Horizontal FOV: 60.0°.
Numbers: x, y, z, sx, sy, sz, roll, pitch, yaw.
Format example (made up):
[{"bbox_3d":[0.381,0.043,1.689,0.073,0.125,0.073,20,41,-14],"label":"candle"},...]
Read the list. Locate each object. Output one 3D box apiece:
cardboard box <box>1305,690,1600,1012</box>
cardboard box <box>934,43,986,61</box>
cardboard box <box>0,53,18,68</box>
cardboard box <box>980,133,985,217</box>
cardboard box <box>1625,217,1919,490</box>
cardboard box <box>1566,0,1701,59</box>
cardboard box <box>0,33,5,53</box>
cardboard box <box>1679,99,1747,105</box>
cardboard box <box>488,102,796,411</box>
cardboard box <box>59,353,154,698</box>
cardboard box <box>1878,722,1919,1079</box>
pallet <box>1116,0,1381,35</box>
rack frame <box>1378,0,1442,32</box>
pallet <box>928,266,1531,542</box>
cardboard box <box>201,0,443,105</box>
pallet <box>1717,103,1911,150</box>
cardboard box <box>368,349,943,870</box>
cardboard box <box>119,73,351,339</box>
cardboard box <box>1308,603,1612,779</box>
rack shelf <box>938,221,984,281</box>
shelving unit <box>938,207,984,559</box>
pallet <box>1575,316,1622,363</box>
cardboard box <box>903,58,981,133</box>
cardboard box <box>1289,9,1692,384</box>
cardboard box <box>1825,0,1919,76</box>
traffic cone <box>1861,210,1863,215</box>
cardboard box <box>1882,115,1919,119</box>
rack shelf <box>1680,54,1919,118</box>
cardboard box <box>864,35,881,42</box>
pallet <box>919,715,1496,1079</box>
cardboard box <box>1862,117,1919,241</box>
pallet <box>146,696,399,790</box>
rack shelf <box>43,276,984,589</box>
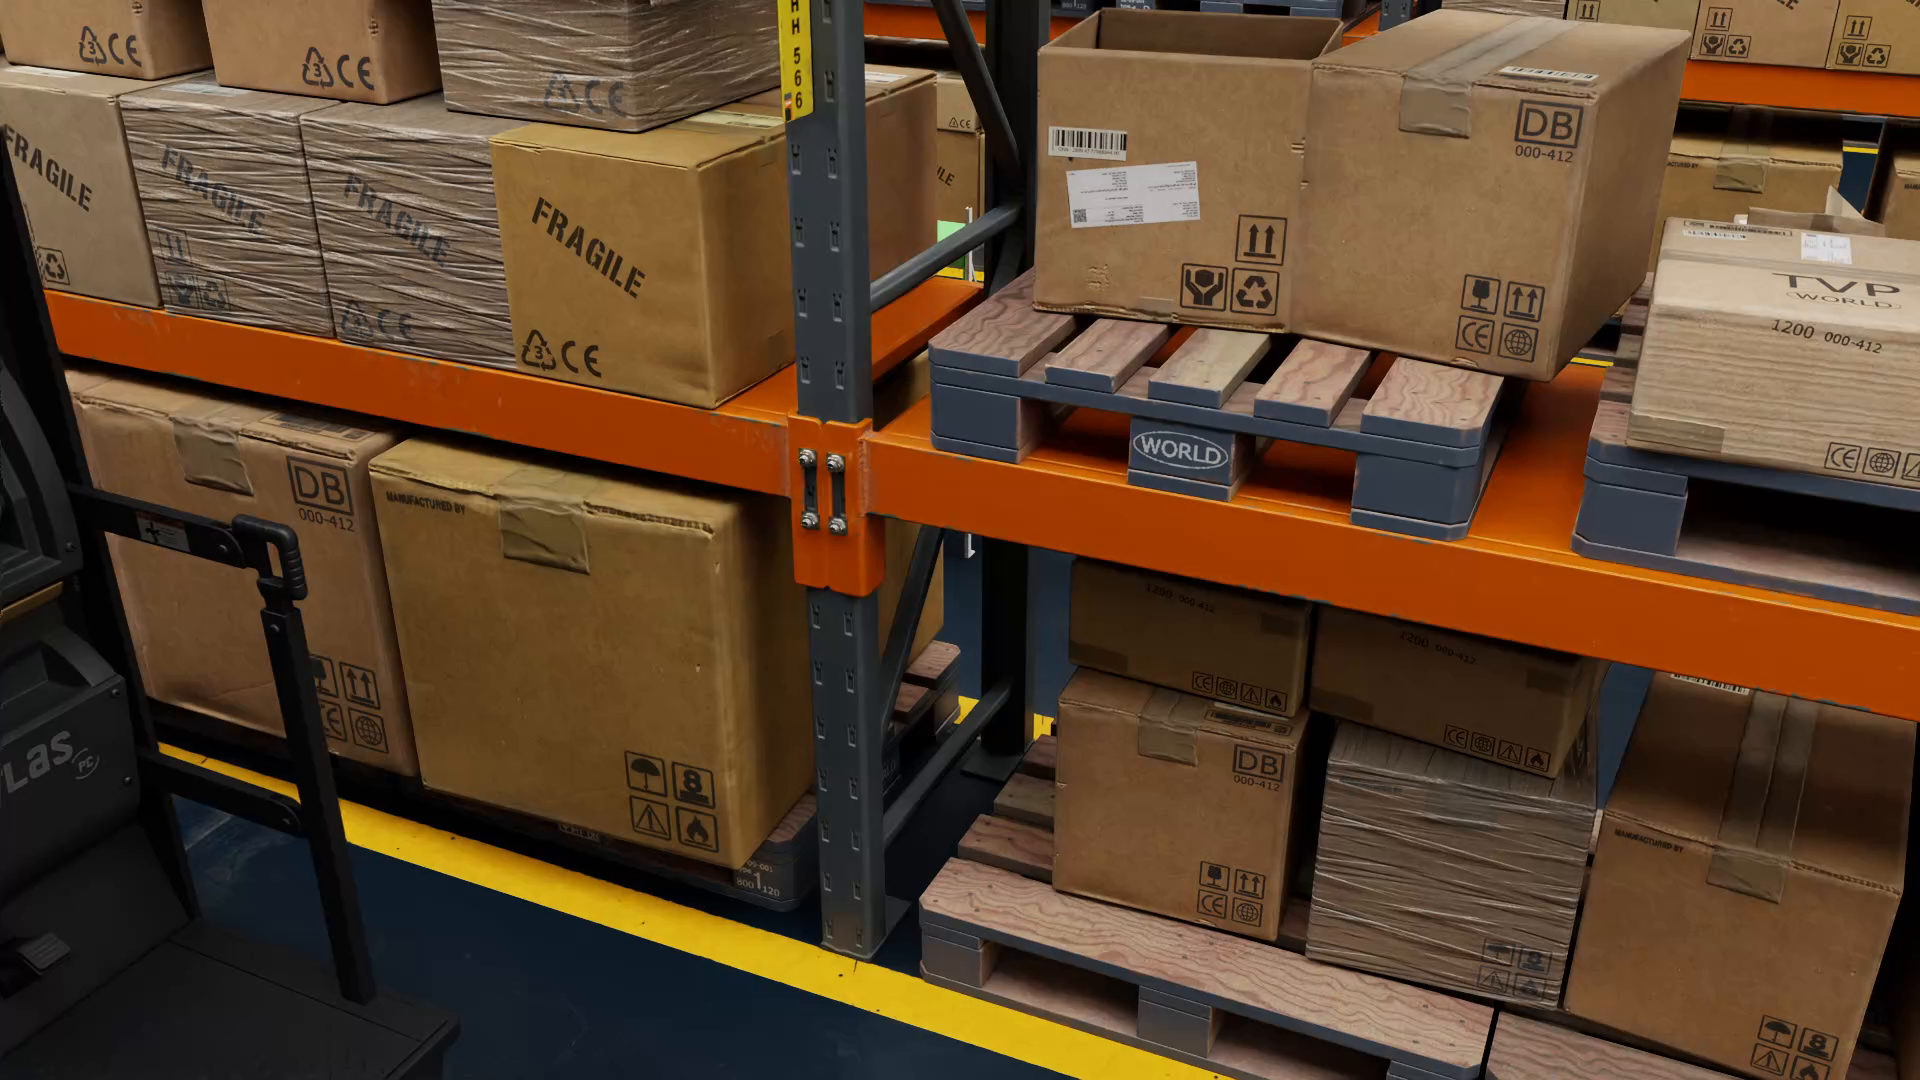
[{"bbox_3d":[1.072,0.543,3.583,0.500,0.500,0.700,9,28,18],"label":"cardboard box"},{"bbox_3d":[0.179,-2.478,8.892,0.500,0.250,0.500,10,28,20],"label":"cardboard box"},{"bbox_3d":[-2.469,-1.000,4.273,0.500,0.500,0.500,11,28,21],"label":"cardboard box"},{"bbox_3d":[0.422,-1.837,8.439,0.500,0.500,0.500,10,28,20],"label":"cardboard box"},{"bbox_3d":[1.374,-0.314,2.687,0.500,0.250,0.500,11,28,20],"label":"cardboard box"},{"bbox_3d":[2.850,-2.330,6.974,0.500,0.500,0.500,11,28,21],"label":"cardboard box"},{"bbox_3d":[-2.493,-1.575,4.303,0.637,0.503,0.797,12,29,22],"label":"cardboard box"},{"bbox_3d":[5.231,-3.347,11.652,0.625,0.372,0.950,11,28,21],"label":"cardboard box"},{"bbox_3d":[-0.608,-0.627,3.515,0.500,0.500,0.500,12,29,23],"label":"cardboard box"},{"bbox_3d":[-2.293,-0.287,4.866,0.875,0.875,1.225,10,28,20],"label":"cardboard box"},{"bbox_3d":[2.099,0.746,3.171,0.500,0.500,0.700,9,28,17],"label":"cardboard box"},{"bbox_3d":[1.396,-2.569,7.790,1.003,0.211,1.213,11,28,22],"label":"pallet"},{"bbox_3d":[2.089,-2.568,7.570,0.127,3.000,1.000,11,28,22],"label":"rack frame"},{"bbox_3d":[0.636,-0.418,3.421,1.003,0.211,1.213,11,28,22],"label":"pallet"},{"bbox_3d":[-1.307,-1.347,3.842,0.637,0.503,0.797,12,29,23],"label":"cardboard box"},{"bbox_3d":[5.863,-2.959,11.520,1.213,0.211,1.003,11,28,22],"label":"pallet"},{"bbox_3d":[-0.676,0.038,4.206,0.875,0.875,1.225,10,28,19],"label":"cardboard box"},{"bbox_3d":[-1.534,-0.815,3.895,0.500,0.500,0.500,10,28,20],"label":"cardboard box"},{"bbox_3d":[1.053,0.199,3.433,0.500,0.250,0.500,15,30,28],"label":"cardboard box"},{"bbox_3d":[-0.151,-0.942,5.363,0.480,0.148,0.258,11,28,22],"label":"rack shelf"},{"bbox_3d":[-0.151,-0.569,5.546,0.503,1.200,0.258,11,28,22],"label":"shelving unit"},{"bbox_3d":[2.775,-1.142,7.831,1.213,0.211,1.003,11,28,22],"label":"pallet"},{"bbox_3d":[-0.041,-2.270,8.470,0.500,0.250,0.500,13,29,24],"label":"cardboard box"},{"bbox_3d":[1.001,-0.681,3.148,0.500,0.500,0.700,16,30,29],"label":"cardboard box"},{"bbox_3d":[3.761,-2.146,6.599,0.500,0.500,0.500,11,28,21],"label":"cardboard box"},{"bbox_3d":[5.301,-2.022,9.333,0.334,0.463,0.336,11,28,22],"label":"traffic cone"},{"bbox_3d":[6.553,-3.080,11.109,0.625,0.372,0.950,13,29,25],"label":"cardboard box"},{"bbox_3d":[3.909,-1.879,6.986,4.000,0.370,1.077,11,28,22],"label":"rack shelf"},{"bbox_3d":[-0.770,-2.668,9.279,0.500,0.250,0.500,11,28,20],"label":"cardboard box"},{"bbox_3d":[0.654,0.803,3.881,1.213,0.211,1.003,11,28,22],"label":"pallet"},{"bbox_3d":[4.251,-1.271,7.007,0.750,0.750,1.050,11,28,22],"label":"cardboard box"},{"bbox_3d":[-1.850,0.261,4.981,1.213,0.211,1.003,11,28,22],"label":"pallet"},{"bbox_3d":[-1.877,-0.635,4.458,4.000,0.370,1.077,11,28,22],"label":"rack shelf"}]
